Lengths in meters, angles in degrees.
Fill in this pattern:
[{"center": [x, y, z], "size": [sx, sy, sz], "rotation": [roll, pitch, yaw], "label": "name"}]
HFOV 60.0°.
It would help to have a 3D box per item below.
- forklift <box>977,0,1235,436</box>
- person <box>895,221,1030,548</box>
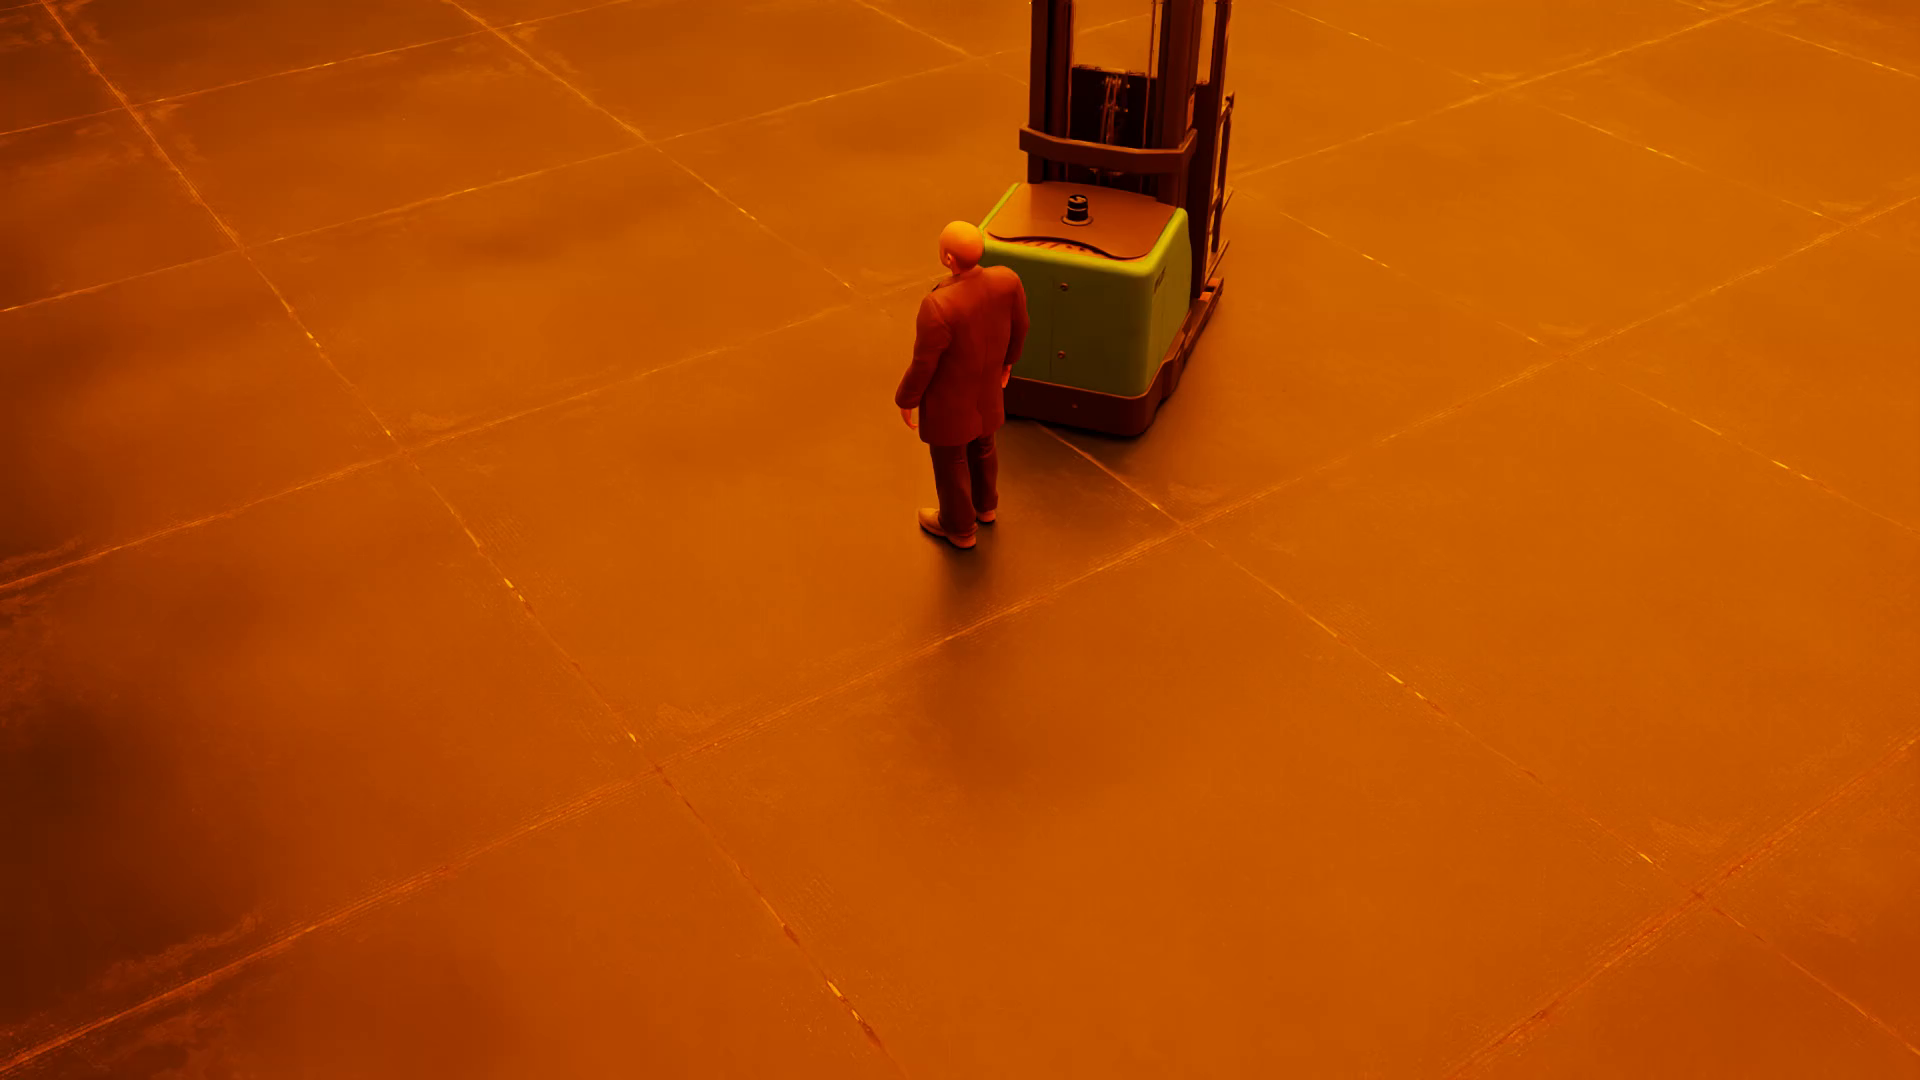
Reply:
[{"center": [1.009, -2.621, 9.489], "size": [1.130, 2.935, 3.031], "rotation": [12, 38, 16], "label": "forklift"}, {"center": [-0.049, -0.766, 7.939], "size": [0.694, 1.775, 0.582], "rotation": [-23, 42, -28], "label": "person"}]
